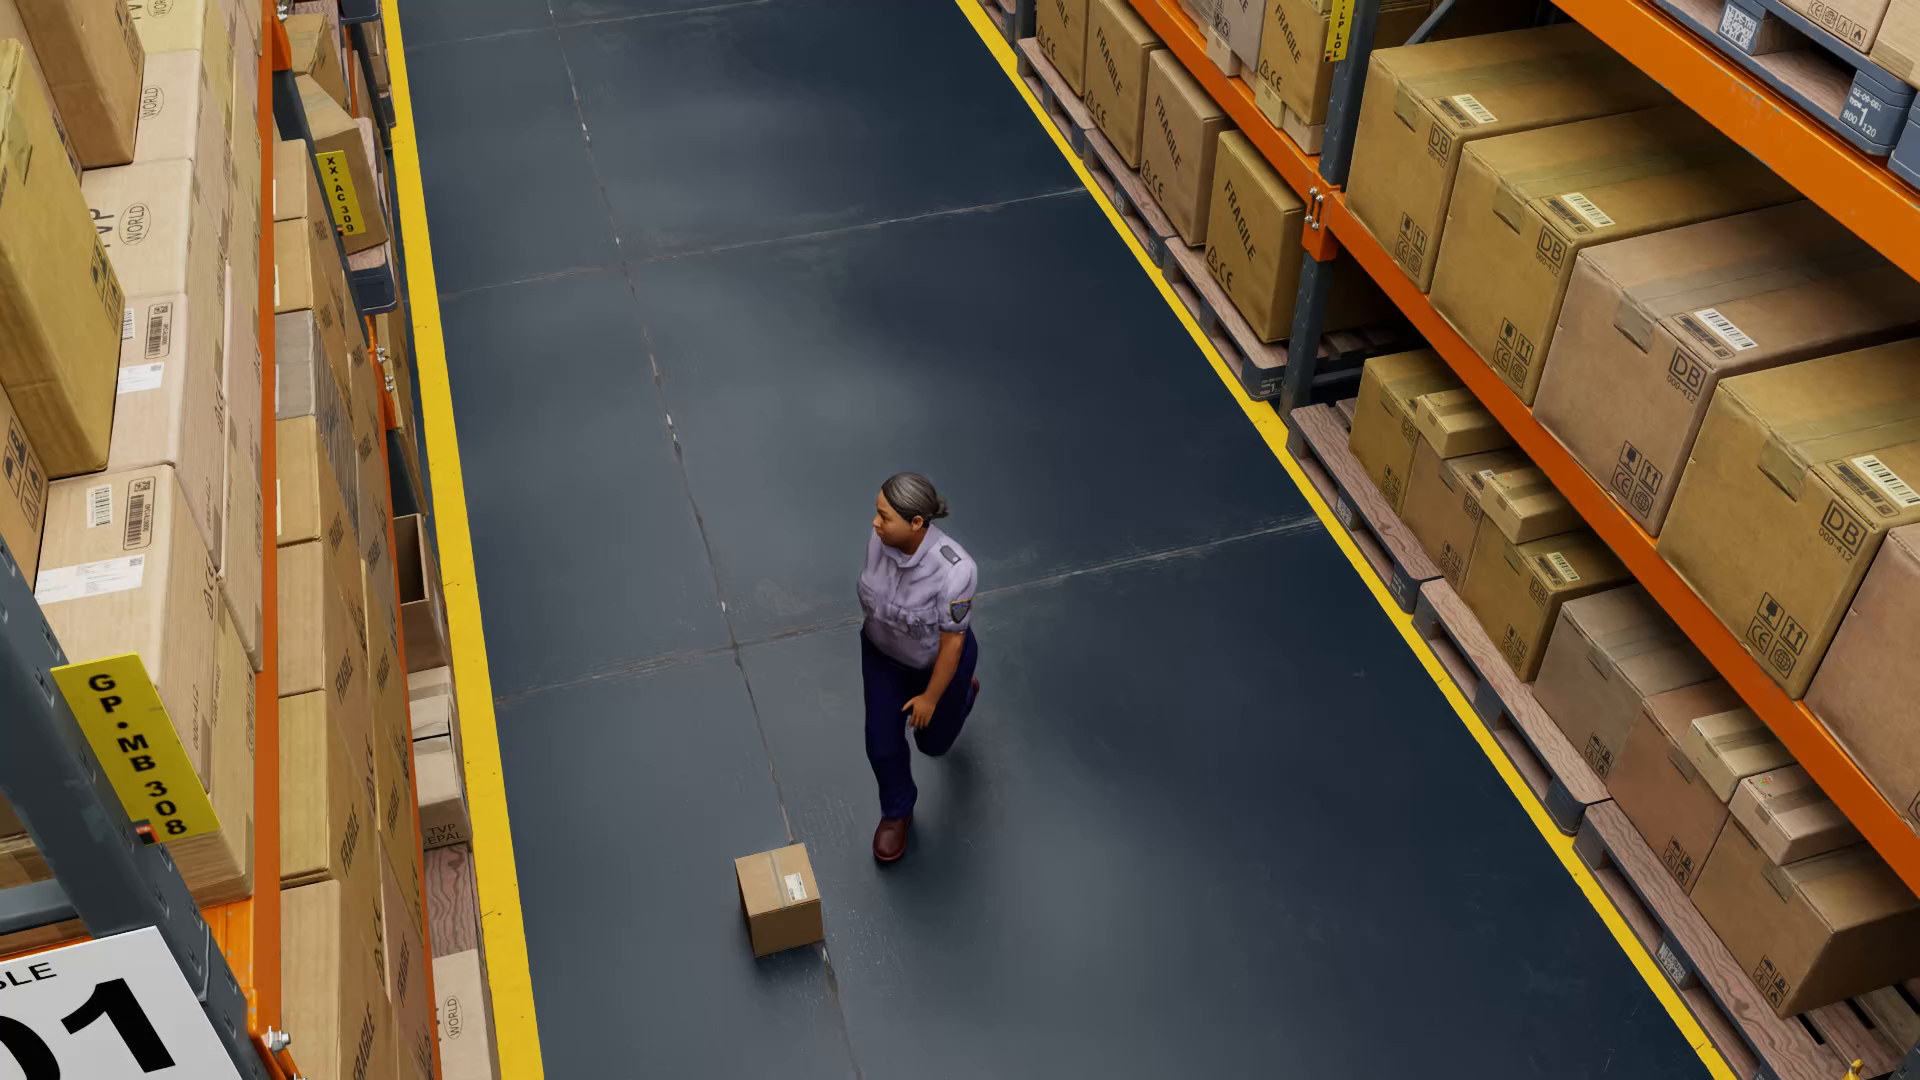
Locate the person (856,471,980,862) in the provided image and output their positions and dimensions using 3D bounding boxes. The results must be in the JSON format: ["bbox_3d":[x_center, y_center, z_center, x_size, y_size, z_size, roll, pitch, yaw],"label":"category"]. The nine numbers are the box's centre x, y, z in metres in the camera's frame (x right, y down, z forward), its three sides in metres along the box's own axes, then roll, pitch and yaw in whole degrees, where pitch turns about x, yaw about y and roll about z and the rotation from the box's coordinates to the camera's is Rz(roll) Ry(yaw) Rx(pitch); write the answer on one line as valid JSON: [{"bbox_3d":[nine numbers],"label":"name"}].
[{"bbox_3d":[-0.126,0.361,5.786,0.474,1.596,0.770,18,45,18],"label":"person"}]
